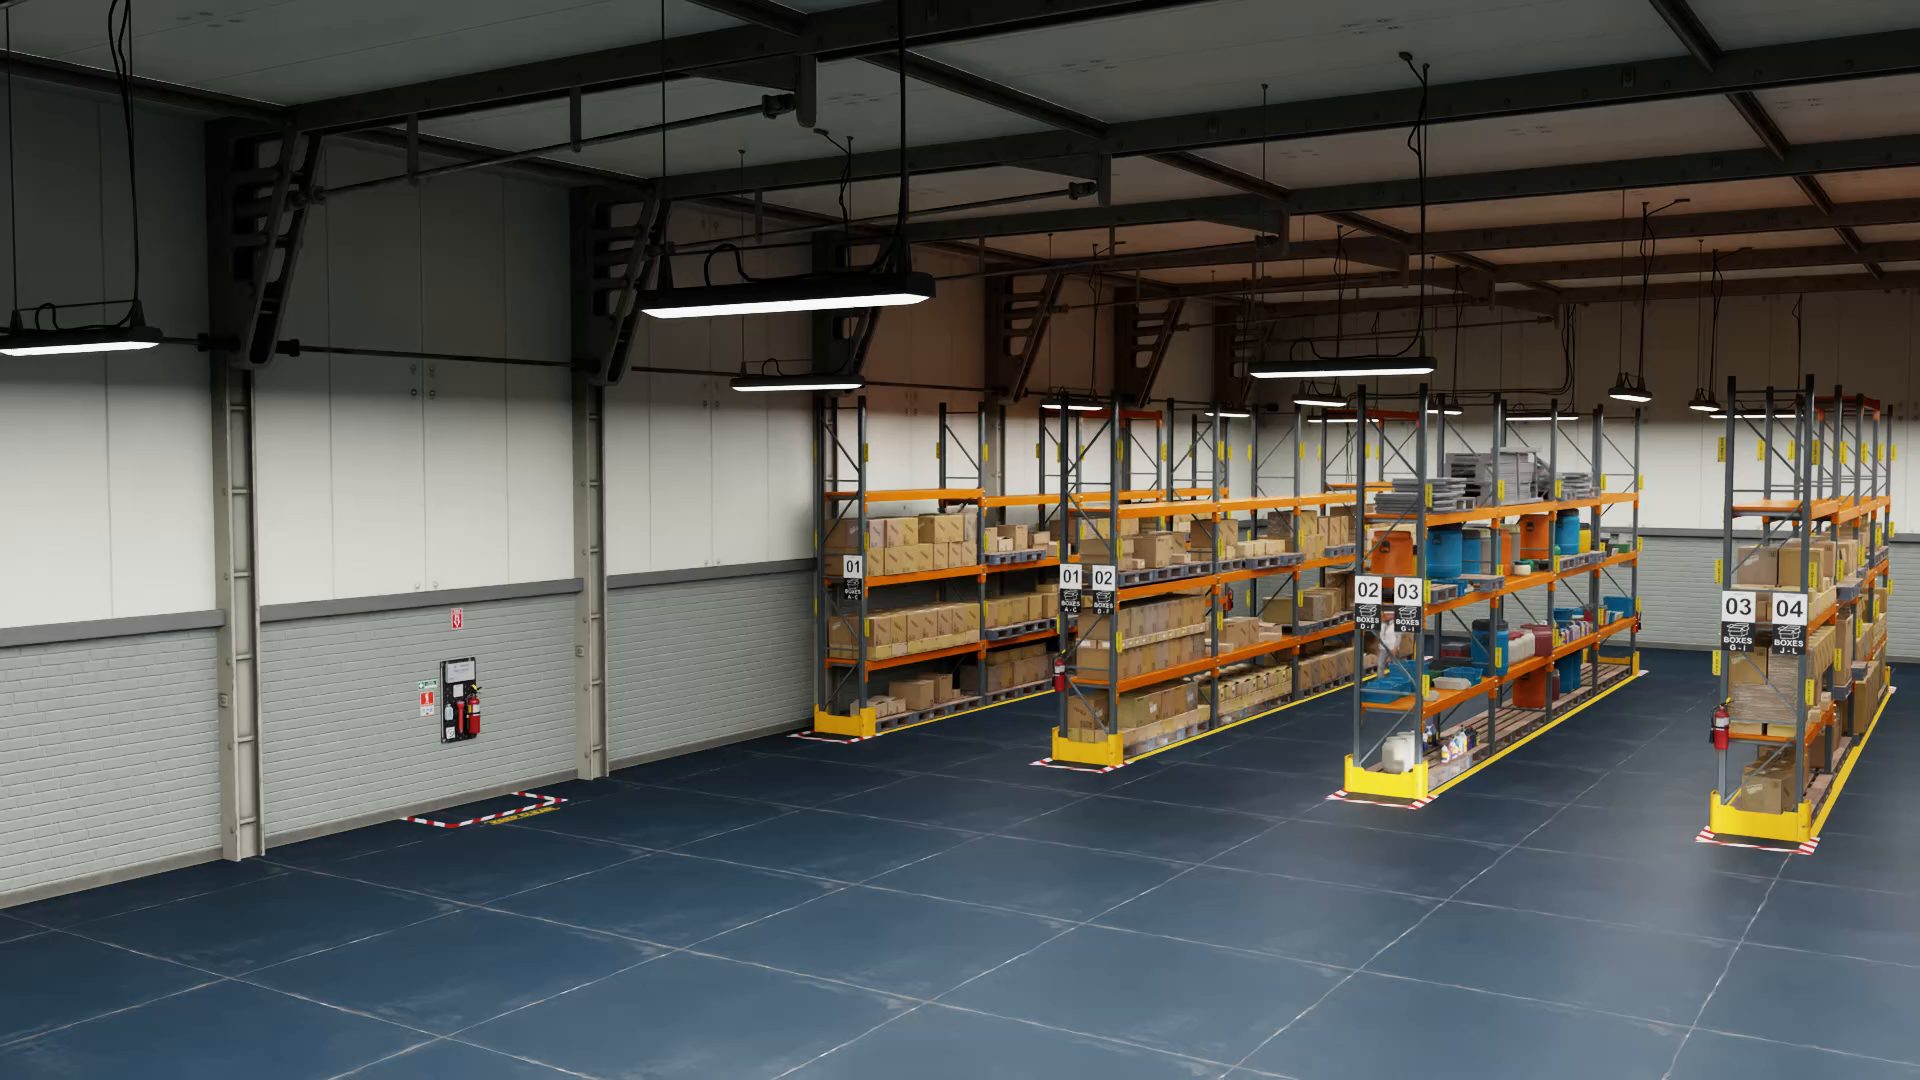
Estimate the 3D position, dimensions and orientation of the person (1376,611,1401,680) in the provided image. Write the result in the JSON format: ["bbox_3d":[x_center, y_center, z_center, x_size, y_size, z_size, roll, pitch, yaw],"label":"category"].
[{"bbox_3d":[9.007,2.280,34.985,0.569,1.708,1.042,2,4,33],"label":"person"}]
